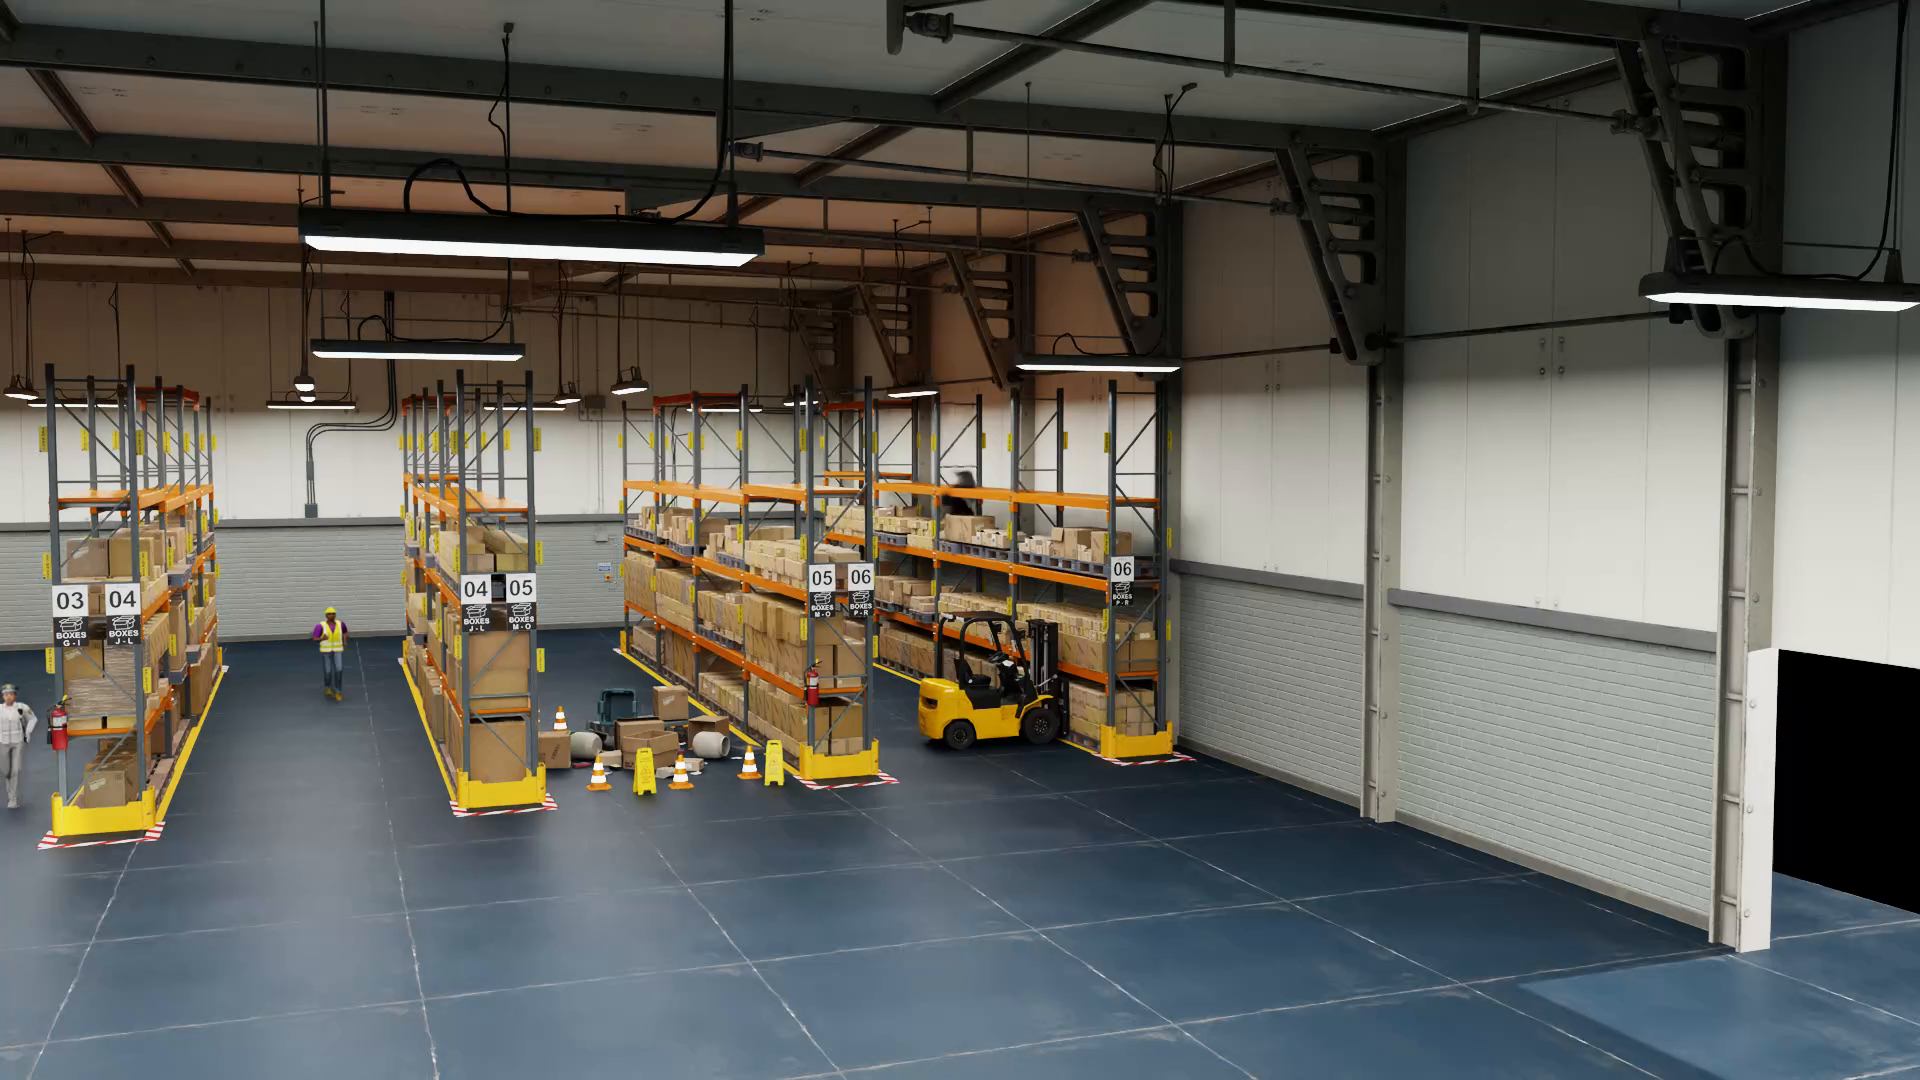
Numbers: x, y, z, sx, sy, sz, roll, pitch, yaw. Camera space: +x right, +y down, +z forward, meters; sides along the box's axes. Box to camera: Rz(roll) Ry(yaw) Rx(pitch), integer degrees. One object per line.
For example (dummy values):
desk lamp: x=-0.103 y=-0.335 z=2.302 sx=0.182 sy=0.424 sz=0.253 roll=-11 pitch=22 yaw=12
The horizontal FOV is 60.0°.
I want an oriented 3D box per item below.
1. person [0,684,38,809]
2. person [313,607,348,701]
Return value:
person: x=-13.148 y=2.828 z=23.070 sx=0.617 sy=1.693 sz=0.822 roll=-2 pitch=4 yaw=-26
person: x=-12.260 y=2.217 z=32.441 sx=0.677 sy=1.823 sz=0.738 roll=-2 pitch=4 yaw=-27
